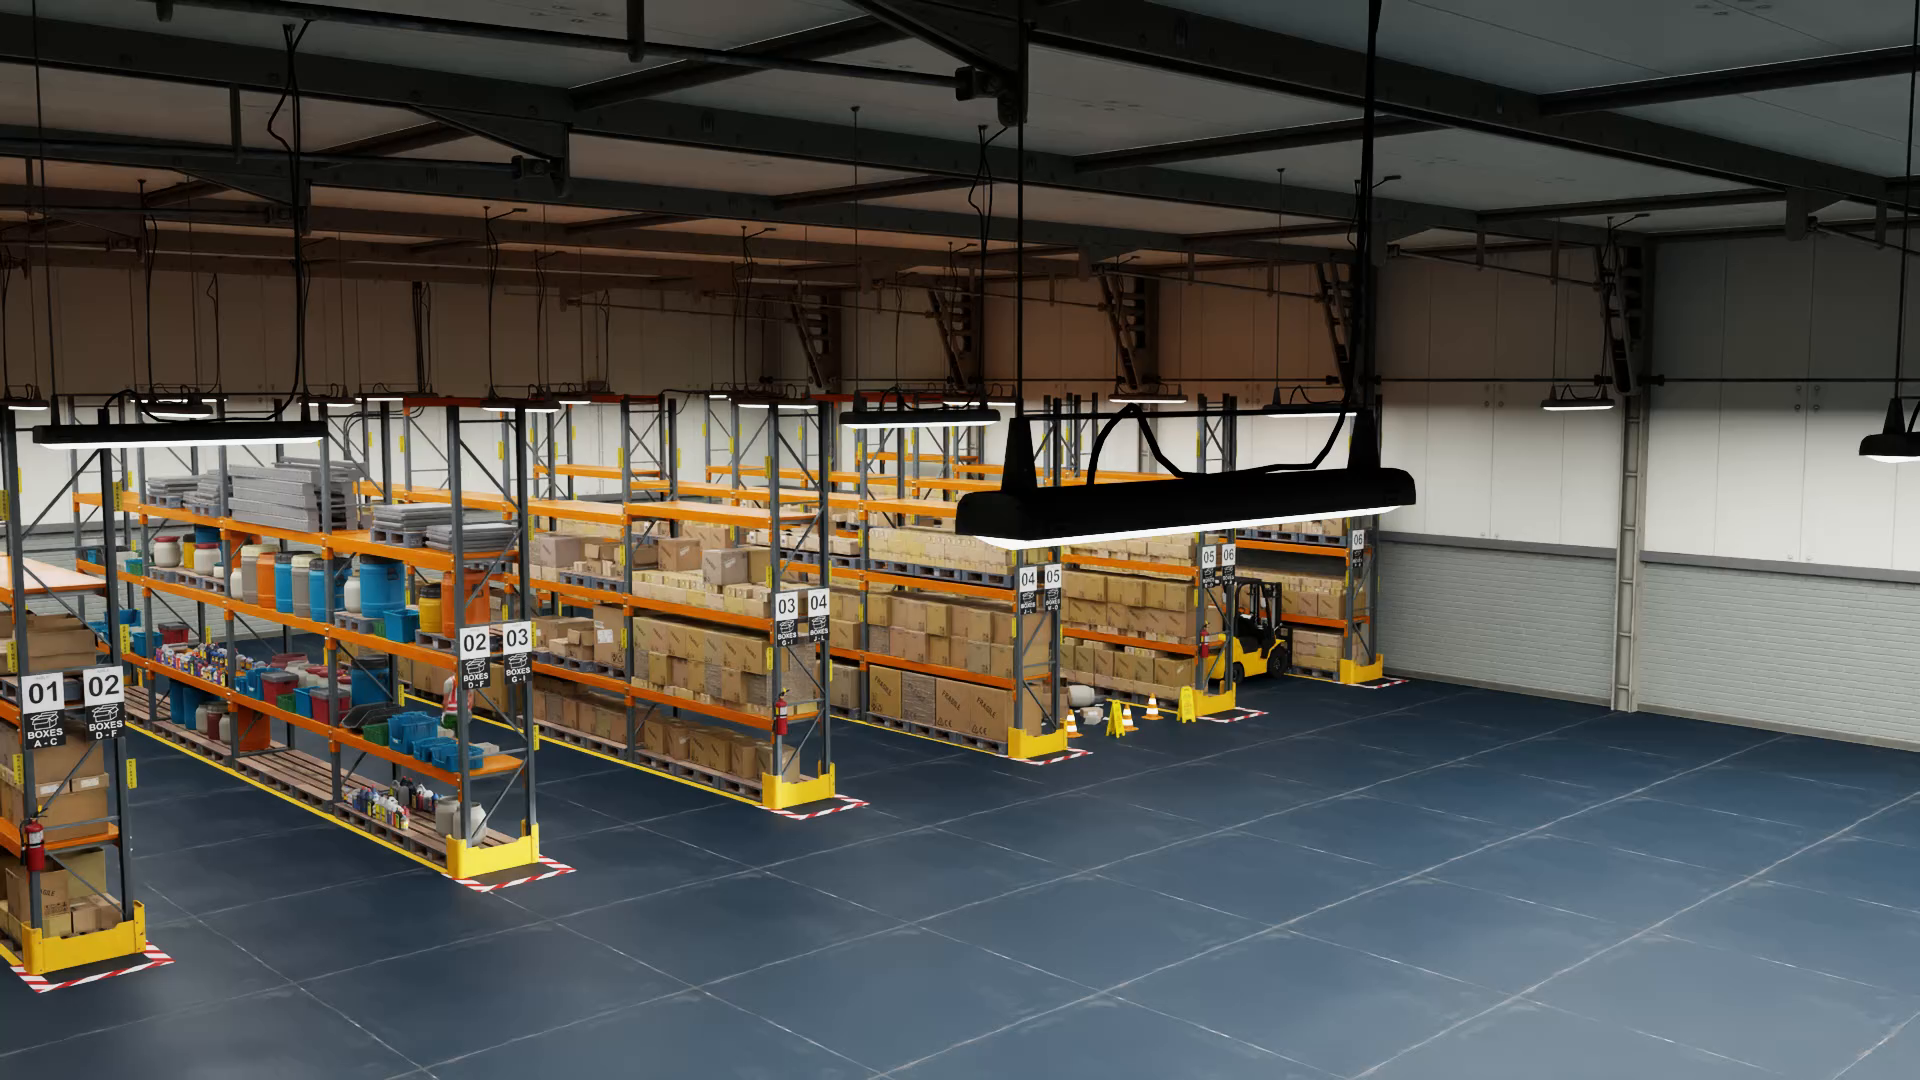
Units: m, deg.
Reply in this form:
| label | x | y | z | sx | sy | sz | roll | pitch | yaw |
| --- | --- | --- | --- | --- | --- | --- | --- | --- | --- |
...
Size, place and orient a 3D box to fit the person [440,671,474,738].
| label | x | y | z | sx | sy | sz | roll | pitch | yaw |
| --- | --- | --- | --- | --- | --- | --- | --- | --- | --- |
| person | -8.161 | 2.822 | 27.009 | 0.593 | 1.785 | 0.461 | -5 | 7 | -42 |
